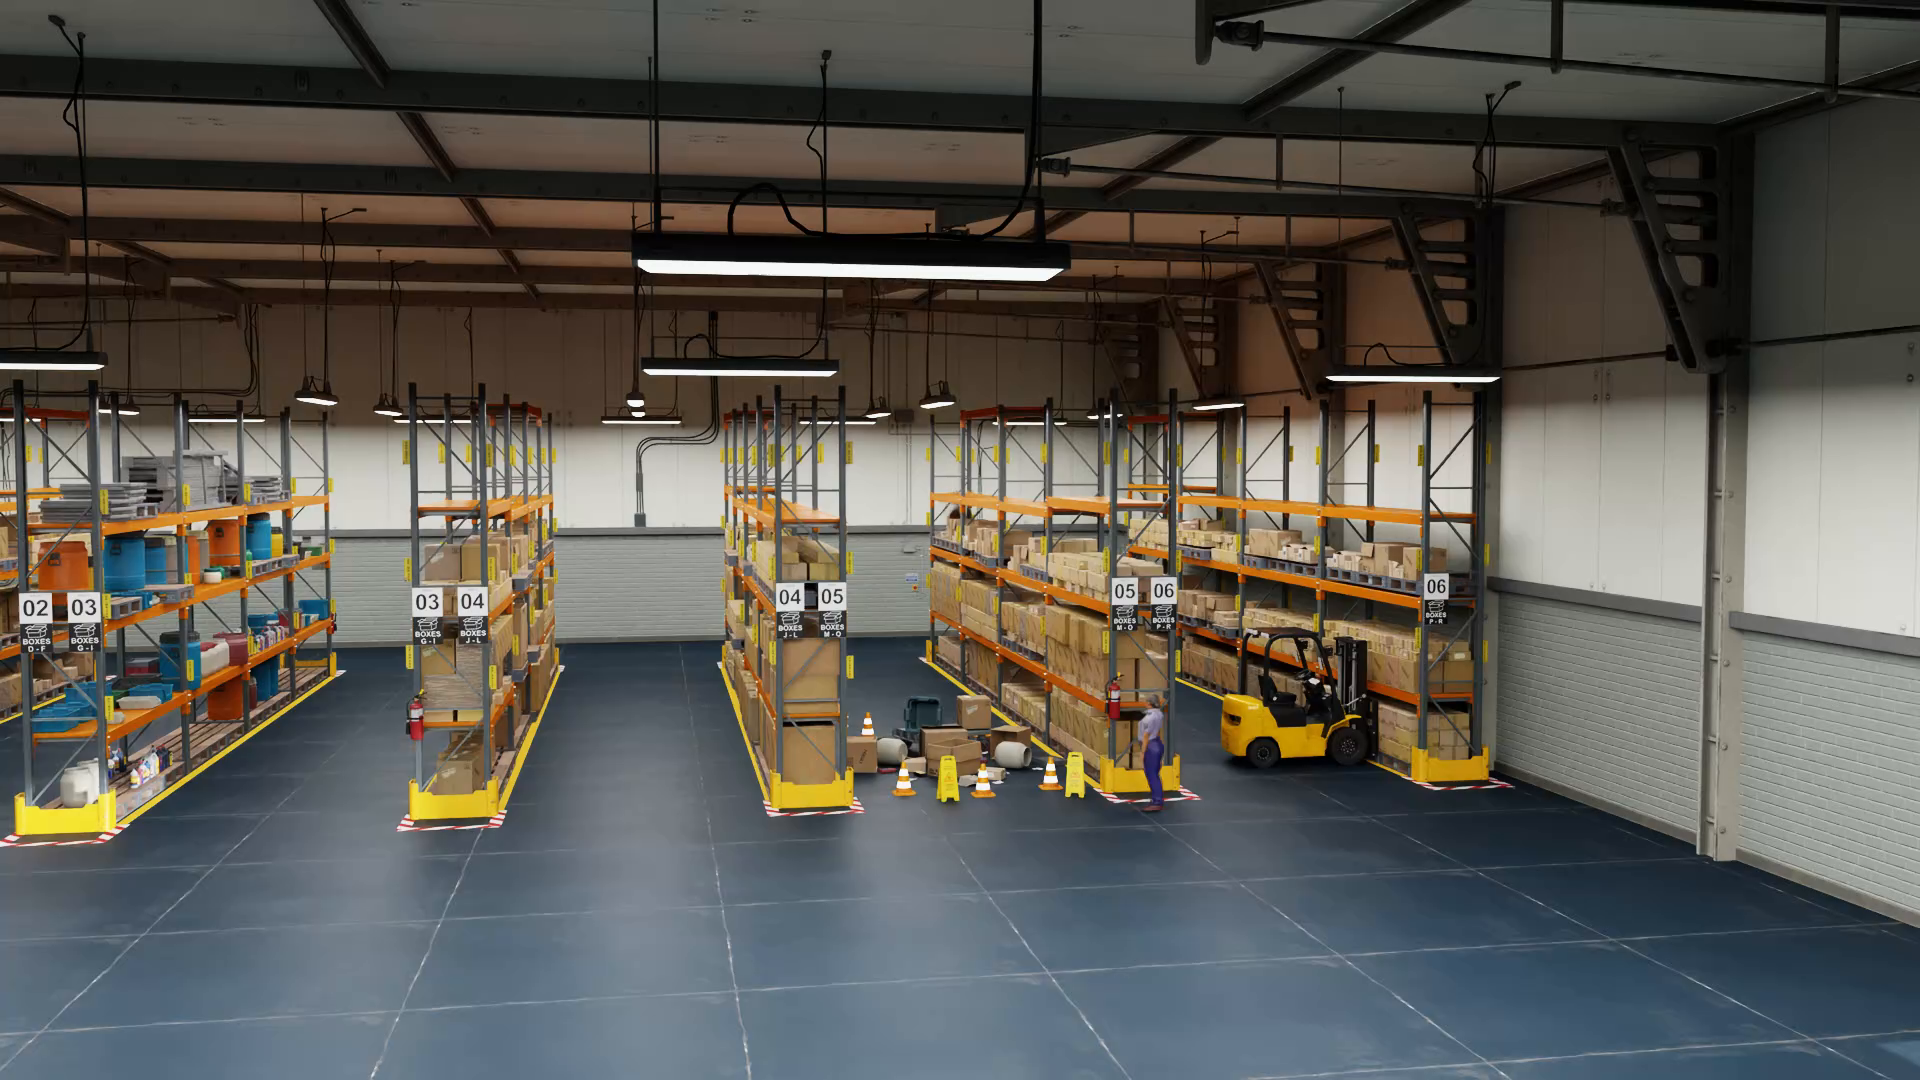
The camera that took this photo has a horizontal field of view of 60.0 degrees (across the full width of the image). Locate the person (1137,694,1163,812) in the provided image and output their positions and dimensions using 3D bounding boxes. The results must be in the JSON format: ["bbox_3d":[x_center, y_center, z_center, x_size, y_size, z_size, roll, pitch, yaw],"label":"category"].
[{"bbox_3d":[2.694,3.103,23.523,0.370,1.468,0.563,0,3,10],"label":"person"}]
